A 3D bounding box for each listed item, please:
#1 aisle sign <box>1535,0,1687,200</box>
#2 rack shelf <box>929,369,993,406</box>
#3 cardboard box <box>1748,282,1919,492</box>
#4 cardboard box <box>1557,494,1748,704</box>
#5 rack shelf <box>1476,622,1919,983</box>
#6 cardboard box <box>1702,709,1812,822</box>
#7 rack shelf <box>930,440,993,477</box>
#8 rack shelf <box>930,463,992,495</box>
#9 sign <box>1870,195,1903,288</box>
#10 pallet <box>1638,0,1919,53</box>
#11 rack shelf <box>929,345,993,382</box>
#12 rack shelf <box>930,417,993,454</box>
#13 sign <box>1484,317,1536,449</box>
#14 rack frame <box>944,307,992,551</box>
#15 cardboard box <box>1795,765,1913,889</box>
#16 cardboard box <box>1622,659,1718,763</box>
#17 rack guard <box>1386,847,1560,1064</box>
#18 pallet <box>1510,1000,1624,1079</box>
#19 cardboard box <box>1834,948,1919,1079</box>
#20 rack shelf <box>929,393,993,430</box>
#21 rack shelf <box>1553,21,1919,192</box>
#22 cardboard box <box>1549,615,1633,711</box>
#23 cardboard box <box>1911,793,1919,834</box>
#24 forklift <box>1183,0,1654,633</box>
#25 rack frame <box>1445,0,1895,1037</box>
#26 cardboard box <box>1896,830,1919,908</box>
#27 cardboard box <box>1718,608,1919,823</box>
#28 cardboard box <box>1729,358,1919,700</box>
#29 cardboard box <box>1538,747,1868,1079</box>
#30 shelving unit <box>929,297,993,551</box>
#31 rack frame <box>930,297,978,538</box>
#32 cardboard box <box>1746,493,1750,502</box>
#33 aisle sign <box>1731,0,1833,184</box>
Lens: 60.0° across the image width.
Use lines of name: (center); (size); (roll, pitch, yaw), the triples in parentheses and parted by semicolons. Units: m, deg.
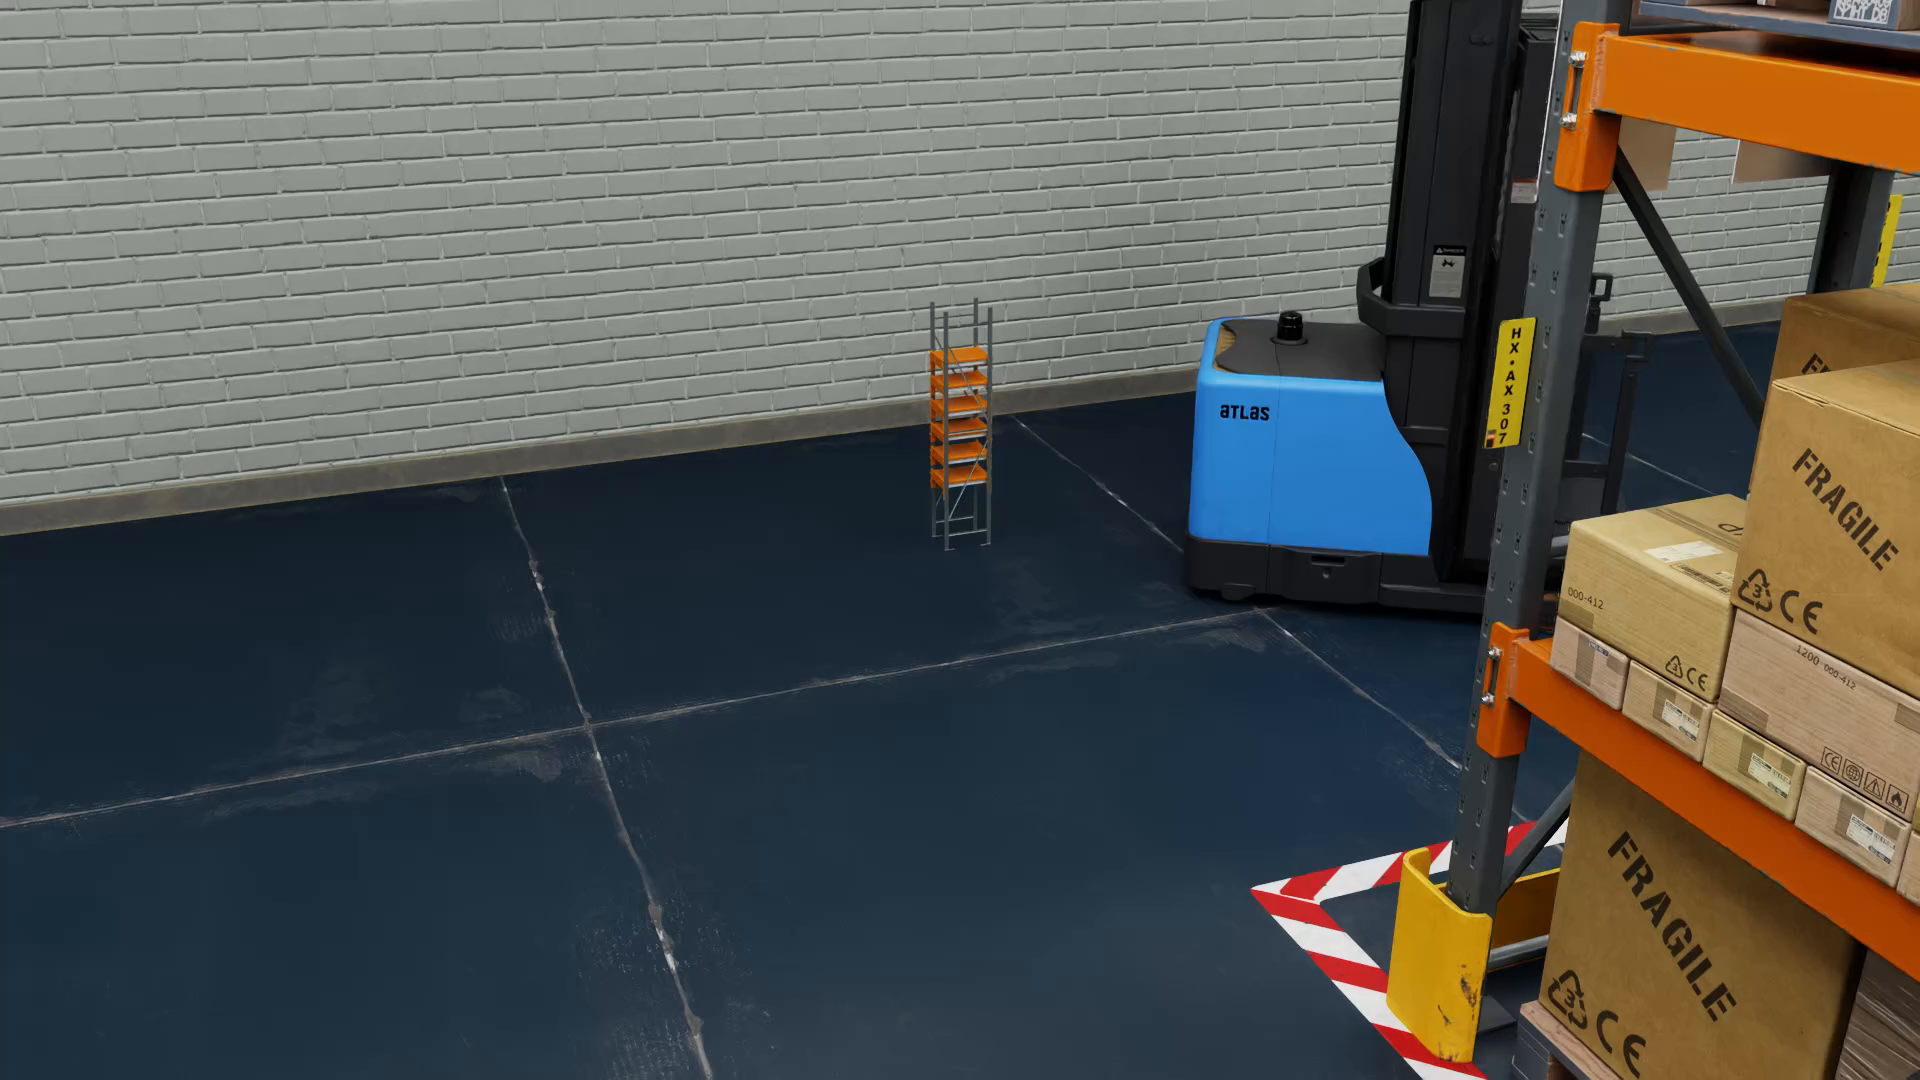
aisle sign: (1.564, -1.204, 3.898); (0.394, 0.787, 0.004); (-8, 24, -19)
rack shelf: (0.005, -0.728, 7.929); (0.258, 0.103, 0.180); (-8, 24, -19)
cardboard box: (2.288, -0.294, 3.930); (0.500, 0.500, 0.500); (-8, 24, -18)
cardboard box: (1.787, 0.122, 3.908); (0.500, 0.250, 0.500); (-9, 24, -20)
rack shelf: (2.576, 1.037, 2.854); (1.077, 0.370, 4.000); (-8, 24, -19)
cardboard box: (1.869, 0.455, 3.632); (0.380, 0.149, 0.250); (-9, 24, -20)
rack shelf: (0.005, -0.396, 8.068); (0.258, 0.103, 0.180); (-8, 24, -19)
rack shelf: (0.005, -0.286, 8.115); (0.258, 0.103, 0.180); (-8, 24, -19)
sign: (2.382, -0.733, 4.332); (0.100, 0.325, 0.005); (-8, 24, -19)
pallet: (2.142, -1.095, 3.237); (1.003, 0.211, 1.213); (-8, 24, -19)
rack shelf: (0.005, -0.838, 7.882); (0.258, 0.103, 0.180); (-8, 24, -19)
rack shelf: (0.005, -0.507, 8.022); (0.258, 0.103, 0.180); (-8, 24, -19)
sign: (1.349, -0.383, 4.079); (0.100, 0.325, 0.005); (-8, 24, -19)
rack frame: (0.037, -0.514, 7.926); (0.240, 1.200, 0.006); (-8, 24, -19)
cardboard box: (1.963, 0.549, 3.408); (0.380, 0.149, 0.250); (-9, 24, -20)
cardboard box: (1.779, 0.362, 3.853); (0.380, 0.149, 0.250); (-9, 24, -20)
rack guard: (1.861, 1.122, 4.945); (1.175, 0.500, 0.348); (-8, 24, -19)
pallet: (2.226, 1.544, 4.316); (1.003, 0.211, 1.213); (-8, 24, -19)
cardboard box: (2.492, 1.317, 3.459); (0.875, 0.875, 0.875); (-8, 24, -19)
rack shelf: (0.005, -0.617, 7.975); (0.258, 0.103, 0.180); (-8, 24, -19)
rack shelf: (2.576, -0.345, 2.271); (1.077, 0.370, 4.000); (-8, 24, -19)
cardboard box: (1.687, 0.269, 4.074); (0.380, 0.149, 0.250); (-8, 24, -18)
cardboard box: (2.151, 0.493, 3.028); (0.500, 0.250, 0.500); (-9, 25, -21)
forklift: (2.591, -1.156, 7.218); (3.031, 2.935, 1.130); (4, 23, 10)
rack frame: (1.870, -0.021, 4.438); (1.000, 3.000, 0.127); (-8, 24, -19)
cardboard box: (2.051, 0.642, 3.188); (0.380, 0.149, 0.250); (-9, 24, -20)
cardboard box: (1.977, 0.310, 3.462); (0.500, 0.250, 0.500); (-9, 24, -20)
cardboard box: (1.964, -0.042, 3.331); (0.500, 0.500, 0.500); (-9, 24, -20)
cardboard box: (2.171, 0.986, 4.244); (0.875, 0.875, 0.875); (-8, 24, -19)
shelving unit: (0.005, -0.548, 8.004); (0.258, 1.200, 0.189); (-8, 24, -19)
rack frame: (-0.027, -0.581, 8.083); (0.240, 1.200, 0.006); (-8, 24, -19)
cardboard box: (2.289, 0.050, 4.078); (0.500, 0.250, 0.500); (-9, 24, -20)
aisle sign: (2.125, -1.286, 4.093); (0.394, 0.787, 0.004); (-8, 24, -19)
